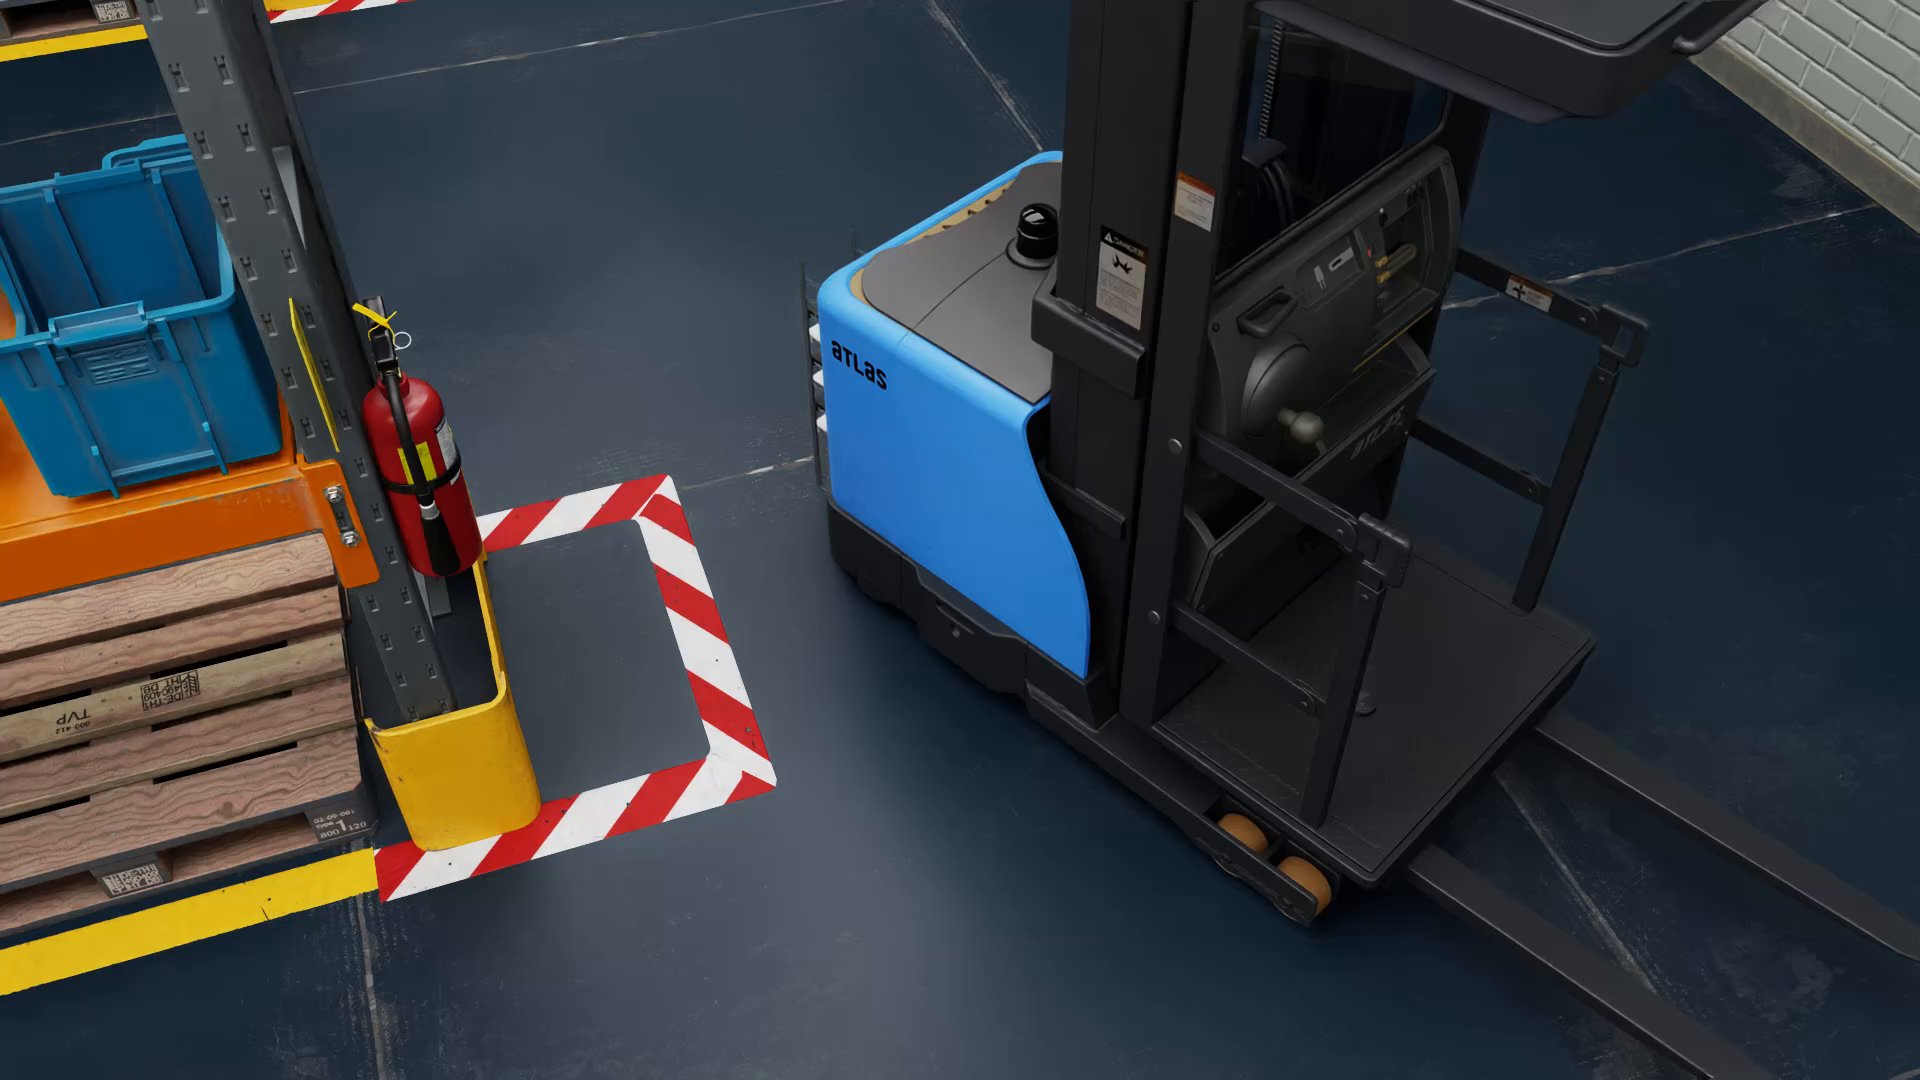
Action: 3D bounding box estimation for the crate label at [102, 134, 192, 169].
[{"bbox_3d":[-1.843,-0.754,3.960,0.303,0.233,0.416,-14,47,-14],"label":"crate label"}]

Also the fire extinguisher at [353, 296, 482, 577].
[{"bbox_3d":[-1.203,-0.207,3.656,0.183,0.674,0.296,-14,47,-14],"label":"fire extinguisher"}]

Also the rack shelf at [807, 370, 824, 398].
[{"bbox_3d":[-0.309,-0.466,5.126,0.258,0.077,0.200,34,54,29],"label":"rack shelf"}]

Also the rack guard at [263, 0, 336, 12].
[{"bbox_3d":[-3.249,-3.033,7.920,0.348,0.500,1.175,-14,47,-14],"label":"rack guard"}]

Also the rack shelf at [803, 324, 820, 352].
[{"bbox_3d":[-0.309,-0.593,4.999,0.258,0.077,0.200,34,54,29],"label":"rack shelf"}]

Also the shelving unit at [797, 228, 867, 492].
[{"bbox_3d":[-0.309,-0.490,5.102,0.258,0.900,0.210,34,54,29],"label":"shelving unit"}]

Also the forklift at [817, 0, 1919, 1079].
[{"bbox_3d":[1.011,-0.479,3.658,3.031,2.935,1.130,34,54,29],"label":"forklift"}]

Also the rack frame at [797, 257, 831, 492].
[{"bbox_3d":[-0.380,-0.438,5.051,0.240,0.900,0.006,34,54,29],"label":"rack frame"}]

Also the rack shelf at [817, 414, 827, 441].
[{"bbox_3d":[-0.309,-0.339,5.253,0.258,0.077,0.200,34,54,29],"label":"rack shelf"}]

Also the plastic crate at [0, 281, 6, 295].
[{"bbox_3d":[-2.173,-0.698,3.972,0.298,0.136,0.250,-14,47,-14],"label":"plastic crate"}]

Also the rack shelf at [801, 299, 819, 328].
[{"bbox_3d":[-0.310,-0.657,4.935,0.258,0.077,0.200,34,54,29],"label":"rack shelf"}]

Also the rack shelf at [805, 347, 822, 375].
[{"bbox_3d":[-0.309,-0.530,5.062,0.258,0.077,0.200,34,54,29],"label":"rack shelf"}]

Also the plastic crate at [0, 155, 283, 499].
[{"bbox_3d":[-1.751,-0.461,3.524,0.499,0.435,0.616,-14,47,-14],"label":"plastic crate"}]

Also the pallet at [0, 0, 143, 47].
[{"bbox_3d":[-3.998,-2.738,7.830,1.213,0.211,1.003,-14,47,-14],"label":"pallet"}]

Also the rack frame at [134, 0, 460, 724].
[{"bbox_3d":[-1.499,-0.632,3.763,0.127,3.000,1.000,-14,47,-14],"label":"rack frame"}]

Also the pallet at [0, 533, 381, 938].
[{"bbox_3d":[-2.288,0.524,4.578,1.213,0.211,1.003,-14,47,-14],"label":"pallet"}]

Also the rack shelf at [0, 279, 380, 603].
[{"bbox_3d":[-3.380,0.103,3.538,4.000,0.370,1.077,-14,47,-14],"label":"rack shelf"}]

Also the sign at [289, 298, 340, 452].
[{"bbox_3d":[-1.297,-0.327,3.343,0.005,0.325,0.100,-14,47,-14],"label":"sign"}]

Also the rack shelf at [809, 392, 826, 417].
[{"bbox_3d":[-0.309,-0.403,5.190,0.258,0.077,0.200,34,54,29],"label":"rack shelf"}]

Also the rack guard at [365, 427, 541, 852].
[{"bbox_3d":[-1.481,0.236,4.662,0.348,0.500,1.175,-14,47,-14],"label":"rack guard"}]

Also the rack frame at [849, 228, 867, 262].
[{"bbox_3d":[-0.239,-0.541,5.154,0.240,0.900,0.006,34,54,29],"label":"rack frame"}]
